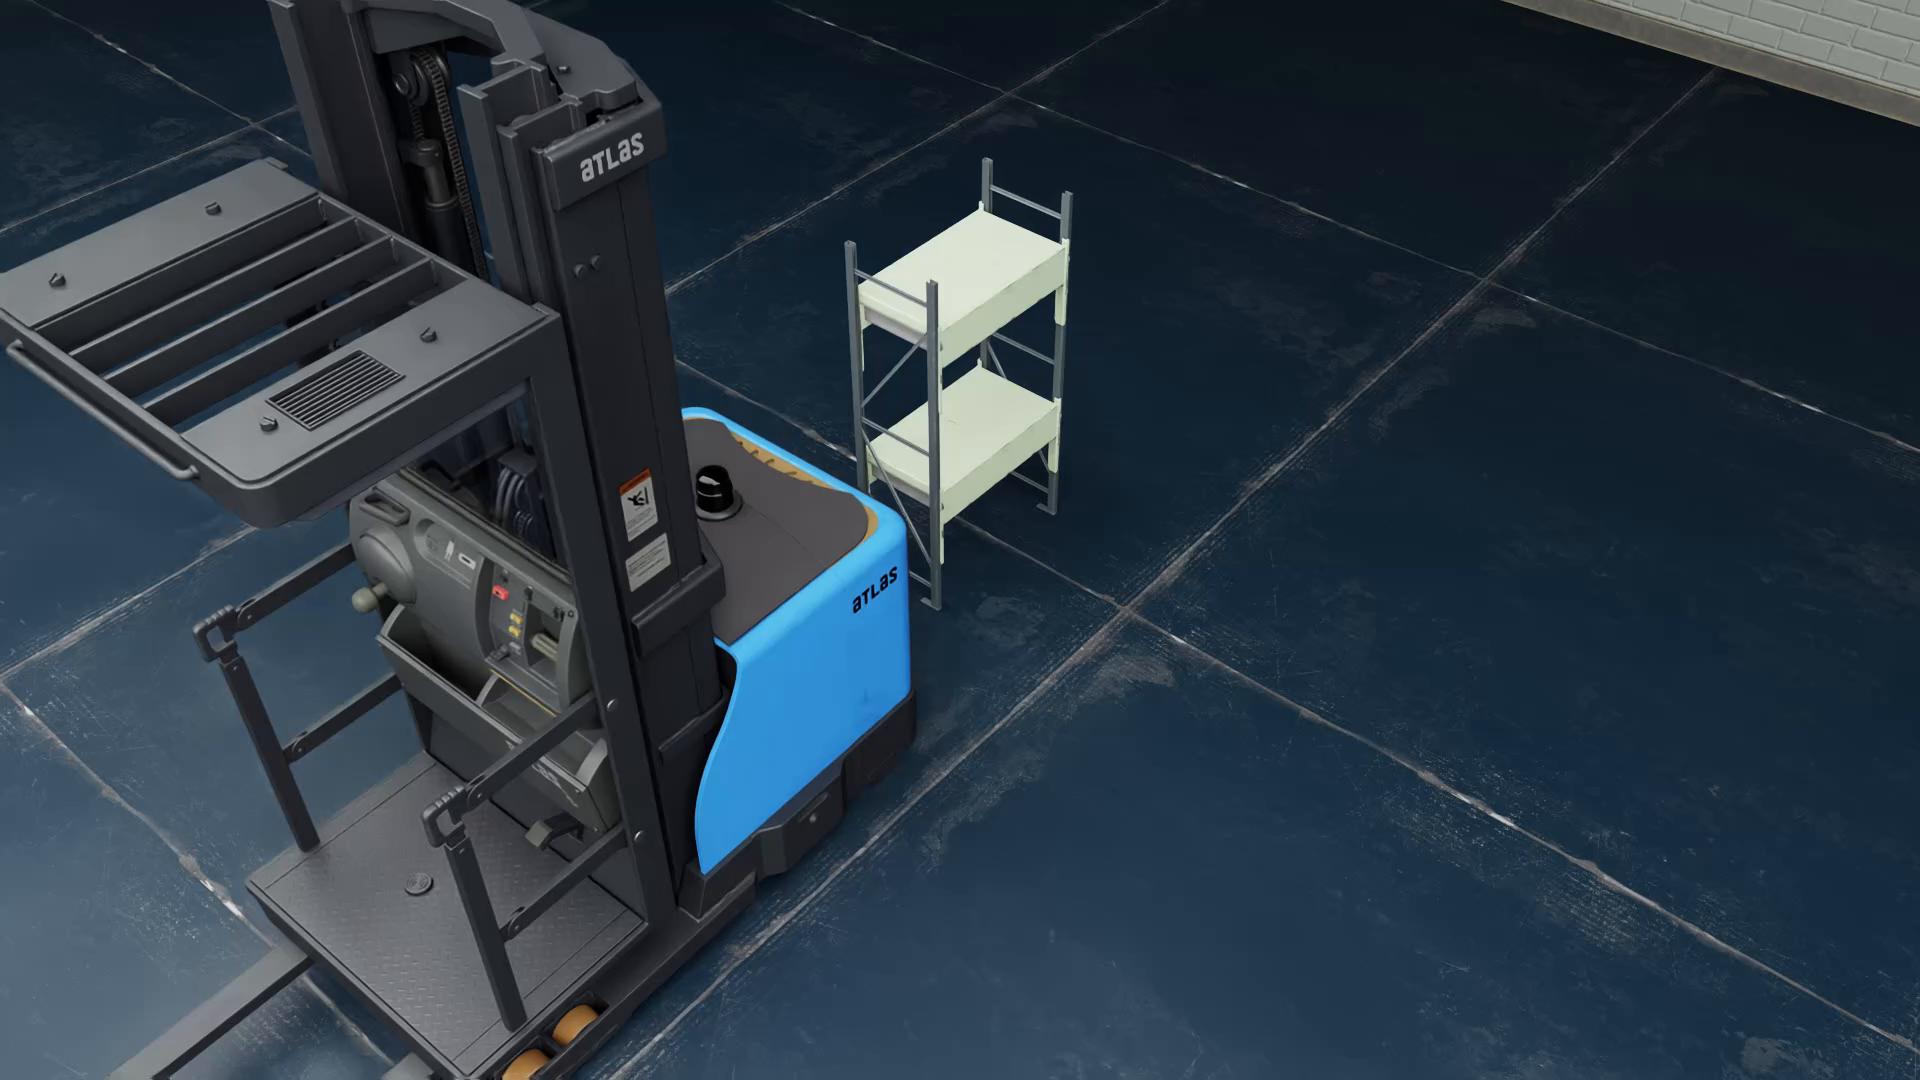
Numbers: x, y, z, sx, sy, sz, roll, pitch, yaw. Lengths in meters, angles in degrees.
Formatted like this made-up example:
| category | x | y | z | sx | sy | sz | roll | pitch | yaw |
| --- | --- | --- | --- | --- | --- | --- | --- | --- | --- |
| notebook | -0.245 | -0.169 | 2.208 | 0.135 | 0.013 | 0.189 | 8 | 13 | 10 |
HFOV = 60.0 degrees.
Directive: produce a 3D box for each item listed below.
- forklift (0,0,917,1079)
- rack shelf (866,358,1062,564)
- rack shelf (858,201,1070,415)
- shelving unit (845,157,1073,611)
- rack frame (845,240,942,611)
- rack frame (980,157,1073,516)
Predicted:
| category | x | y | z | sx | sy | sz | roll | pitch | yaw |
| --- | --- | --- | --- | --- | --- | --- | --- | --- | --- |
| forklift | -1.473 | 0.202 | 4.349 | 1.130 | 2.935 | 3.031 | 29 | 50 | 28 |
| rack shelf | 0.004 | -0.317 | 6.469 | 0.431 | 0.370 | 0.720 | 29 | 50 | 28 |
| rack shelf | 0.004 | -0.847 | 5.987 | 0.431 | 0.370 | 0.720 | 29 | 50 | 28 |
| shelving unit | 0.004 | -0.558 | 6.249 | 0.431 | 1.500 | 0.755 | 29 | 50 | 28 |
| rack frame | -0.231 | -0.370 | 6.042 | 0.400 | 1.500 | 0.023 | 29 | 50 | 28 |
| rack frame | 0.240 | -0.747 | 6.457 | 0.400 | 1.500 | 0.023 | 29 | 50 | 28 |
